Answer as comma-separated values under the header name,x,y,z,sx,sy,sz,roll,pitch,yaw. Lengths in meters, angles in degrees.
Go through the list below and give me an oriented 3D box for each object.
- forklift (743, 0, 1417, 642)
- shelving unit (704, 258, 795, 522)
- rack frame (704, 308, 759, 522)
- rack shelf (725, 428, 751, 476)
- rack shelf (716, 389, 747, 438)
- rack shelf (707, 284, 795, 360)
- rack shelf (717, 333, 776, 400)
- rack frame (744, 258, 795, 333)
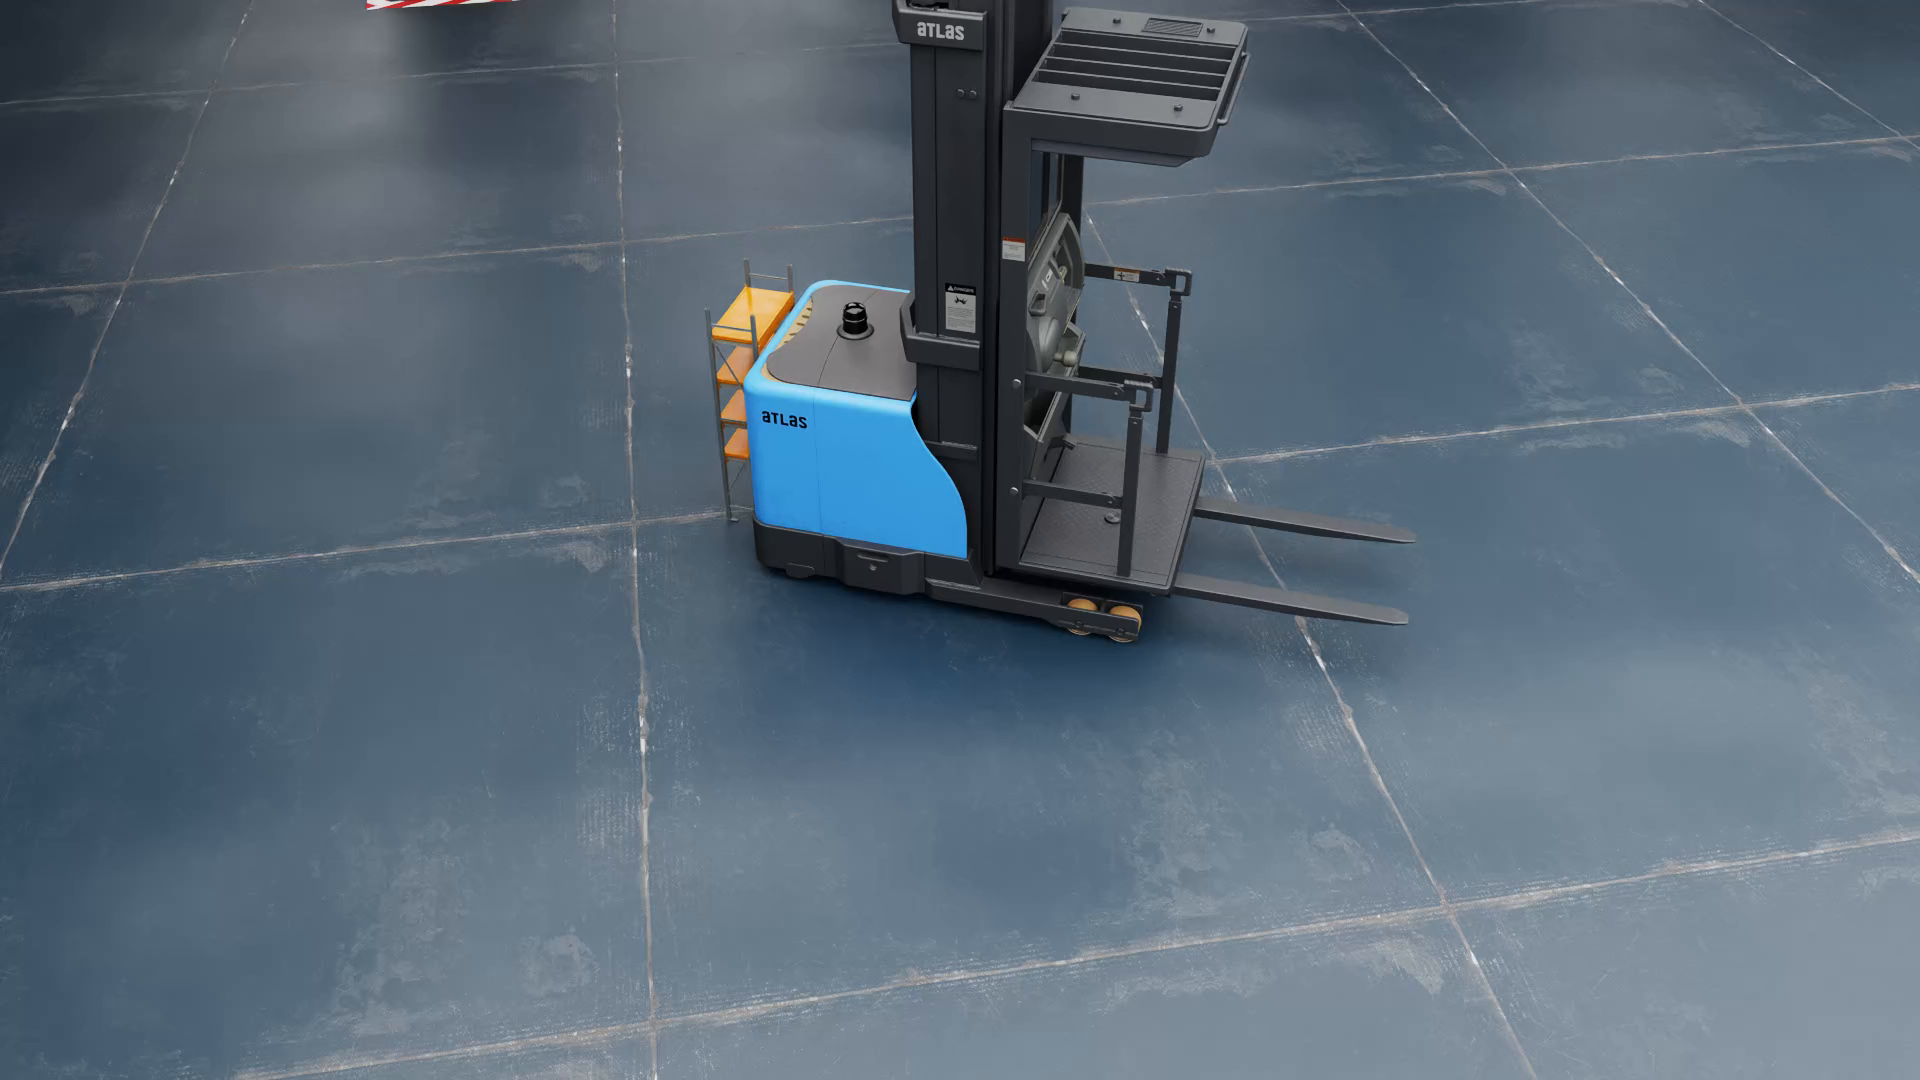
name,x,y,z,sx,sy,sz,roll,pitch,yaw
forklift,0.600,-1.056,7.121,3.031,2.935,1.130,10,39,12
shelving unit,-0.977,-0.701,8.075,0.258,1.200,0.503,10,39,12
rack frame,-1.042,-0.557,7.889,0.240,1.200,0.015,10,39,12
rack shelf,-0.977,-0.491,8.238,0.258,0.148,0.480,10,39,12
rack shelf,-0.977,-0.648,8.116,0.258,0.148,0.480,10,39,12
rack shelf,-0.977,-1.012,7.834,0.258,0.148,0.480,10,39,12
rack shelf,-0.977,-0.825,7.979,0.258,0.148,0.480,10,39,12
rack frame,-0.913,-0.846,8.261,0.240,1.200,0.015,10,39,12
